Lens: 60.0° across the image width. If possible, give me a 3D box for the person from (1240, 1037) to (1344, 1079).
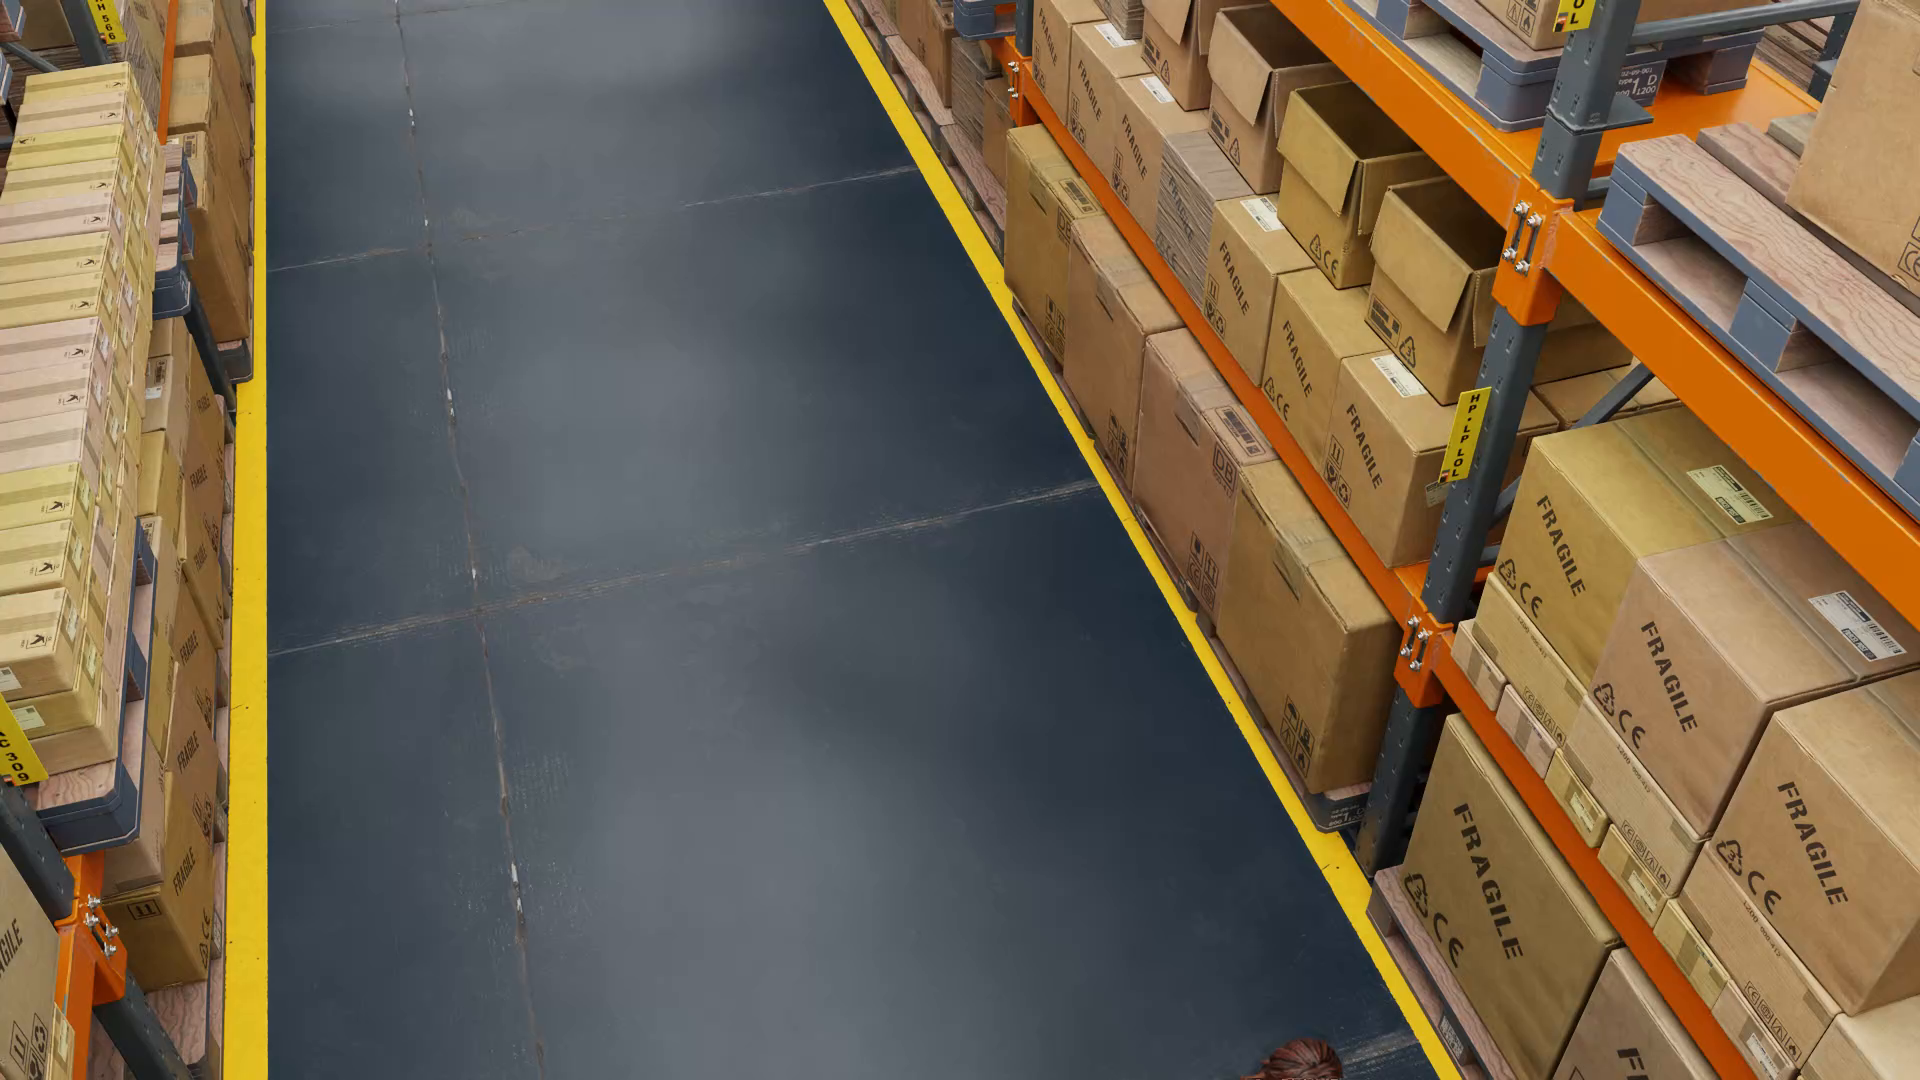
[{"bbox_3d":[0.788,1.844,4.138,0.477,1.663,0.864,-8,43,-9],"label":"person"}]
